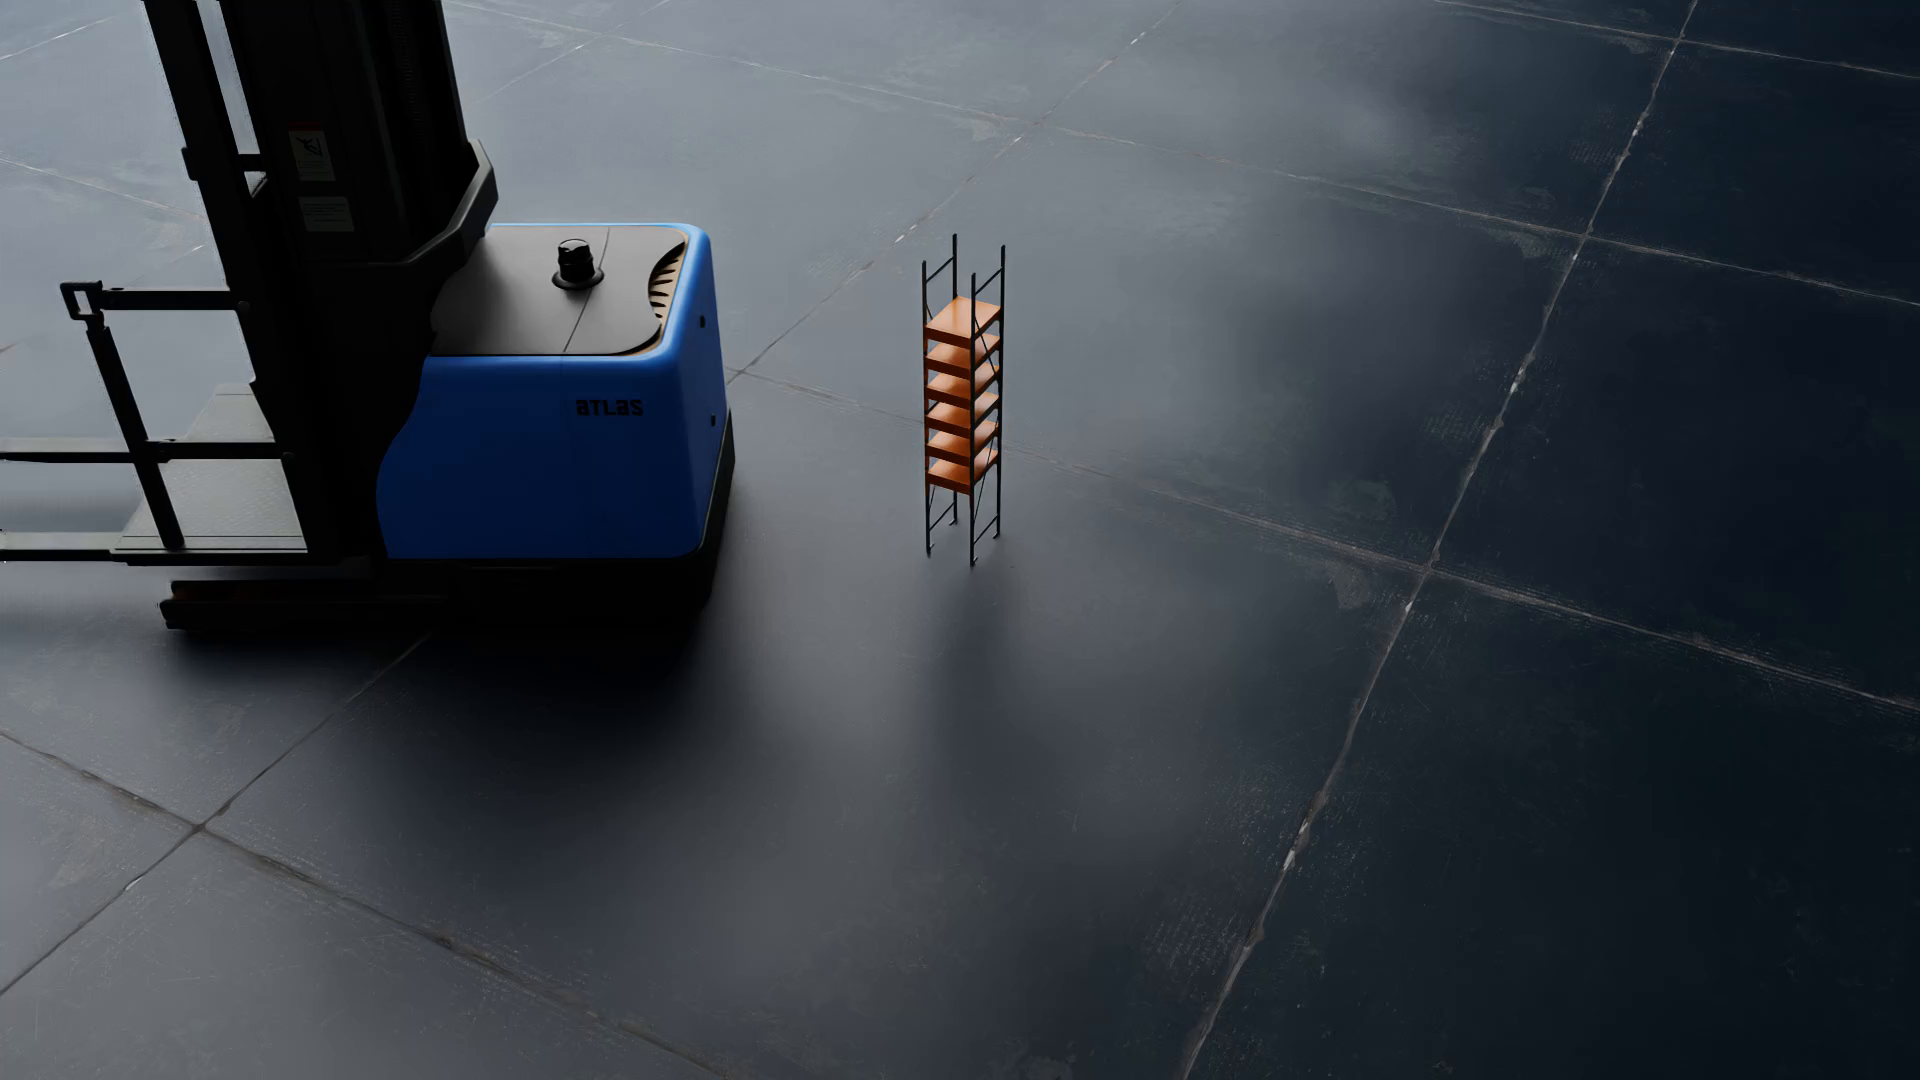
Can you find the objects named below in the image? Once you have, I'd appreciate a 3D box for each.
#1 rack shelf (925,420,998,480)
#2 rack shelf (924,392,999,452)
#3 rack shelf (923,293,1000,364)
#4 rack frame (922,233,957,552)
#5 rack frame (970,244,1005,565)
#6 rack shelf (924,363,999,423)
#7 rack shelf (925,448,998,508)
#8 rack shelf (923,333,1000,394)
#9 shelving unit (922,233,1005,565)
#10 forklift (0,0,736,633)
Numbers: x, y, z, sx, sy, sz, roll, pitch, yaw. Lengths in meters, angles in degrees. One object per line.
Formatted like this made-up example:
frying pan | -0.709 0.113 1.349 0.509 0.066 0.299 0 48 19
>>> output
rack shelf | 0.013 -0.343 5.981 0.180 0.103 0.258 17 41 21
rack shelf | 0.013 -0.438 5.909 0.180 0.103 0.258 17 41 21
rack shelf | 0.013 -0.725 5.691 0.180 0.103 0.258 17 41 21
rack frame | -0.068 -0.499 5.915 0.006 1.200 0.240 17 41 21
rack frame | 0.094 -0.448 5.848 0.006 1.200 0.240 17 41 21
rack shelf | 0.013 -0.534 5.836 0.180 0.103 0.258 17 41 21
rack shelf | 0.013 -0.247 6.054 0.180 0.103 0.258 17 41 21
rack shelf | 0.013 -0.630 5.764 0.180 0.103 0.258 17 41 21
shelving unit | 0.013 -0.474 5.882 0.189 1.200 0.258 17 41 21
forklift | -2.397 -1.165 5.360 3.031 2.935 1.130 0 37 0
